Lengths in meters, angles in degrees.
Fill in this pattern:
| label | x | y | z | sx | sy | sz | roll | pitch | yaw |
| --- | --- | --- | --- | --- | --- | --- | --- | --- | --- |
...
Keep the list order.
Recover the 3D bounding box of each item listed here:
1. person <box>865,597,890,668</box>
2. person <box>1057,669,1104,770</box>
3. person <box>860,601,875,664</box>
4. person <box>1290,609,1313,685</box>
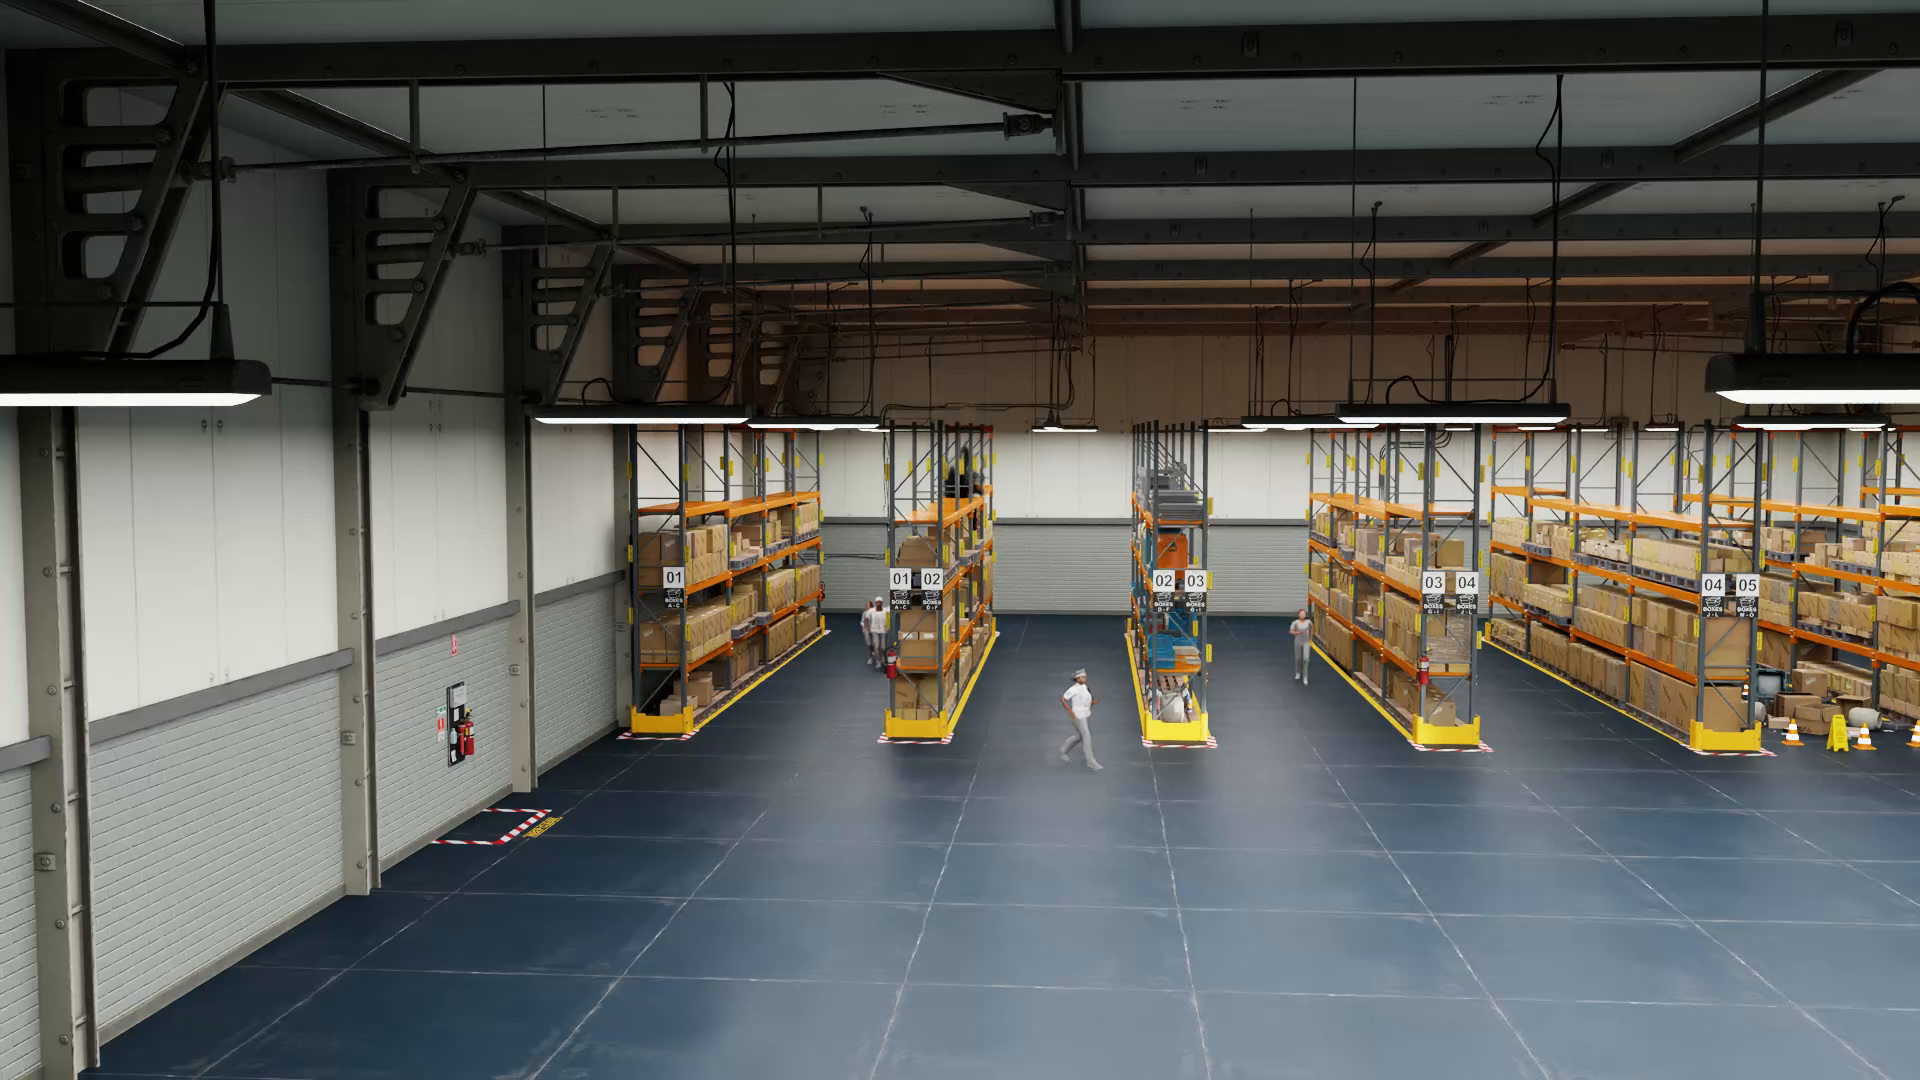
| label | x | y | z | sx | sy | sz | roll | pitch | yaw |
| --- | --- | --- | --- | --- | --- | --- | --- | --- | --- |
| person | -1.999 | 2.261 | 40.985 | 0.708 | 1.746 | 0.714 | 0 | 4 | 1 |
| person | 2.050 | 3.048 | 28.512 | 0.929 | 1.698 | 0.554 | 2 | 4 | 28 |
| person | -2.235 | 2.313 | 41.729 | 0.536 | 1.568 | 0.506 | 0 | 4 | 7 |
| person | 7.897 | 2.440 | 38.480 | 0.556 | 1.721 | 0.831 | 0 | 4 | 6 |
